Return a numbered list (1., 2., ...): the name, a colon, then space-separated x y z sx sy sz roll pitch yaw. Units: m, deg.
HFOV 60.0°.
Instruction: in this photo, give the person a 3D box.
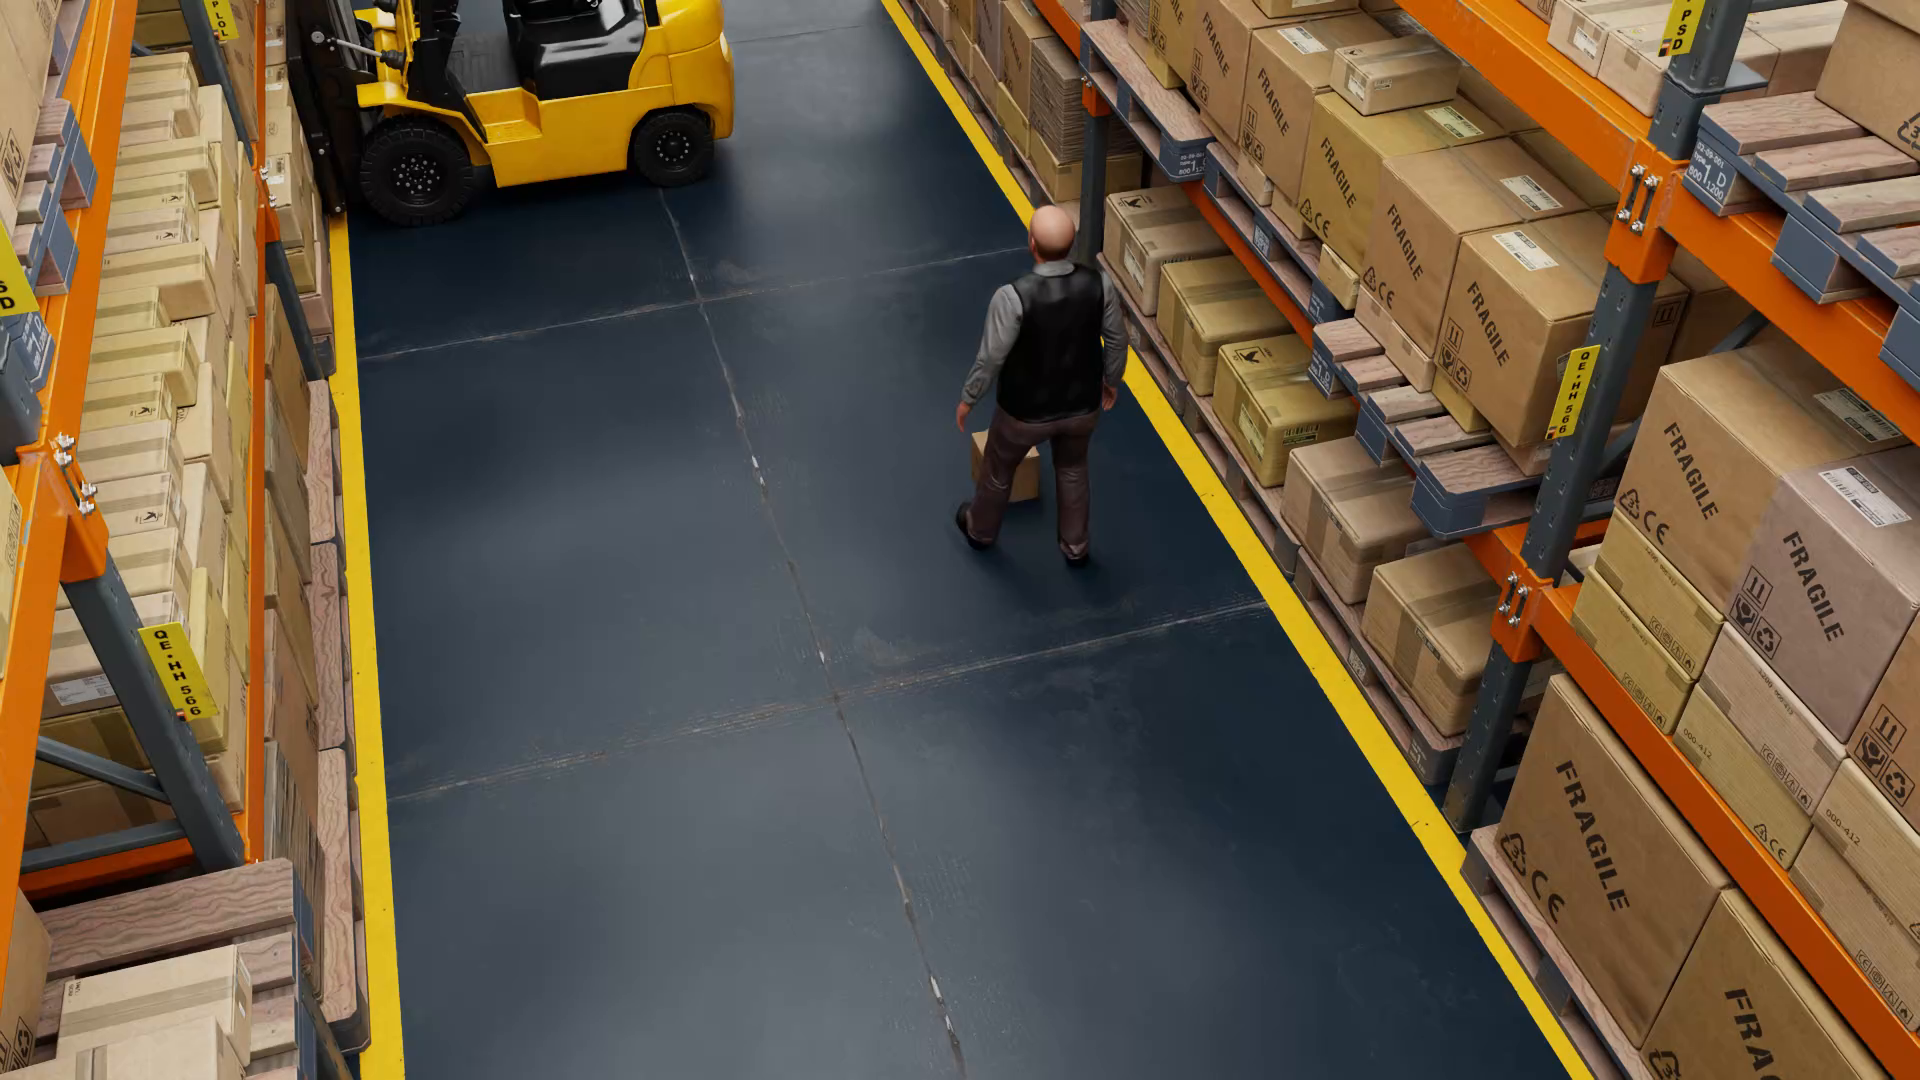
1. person: 0.297 -0.626 6.899 0.711 1.708 0.586 -12 43 -13
